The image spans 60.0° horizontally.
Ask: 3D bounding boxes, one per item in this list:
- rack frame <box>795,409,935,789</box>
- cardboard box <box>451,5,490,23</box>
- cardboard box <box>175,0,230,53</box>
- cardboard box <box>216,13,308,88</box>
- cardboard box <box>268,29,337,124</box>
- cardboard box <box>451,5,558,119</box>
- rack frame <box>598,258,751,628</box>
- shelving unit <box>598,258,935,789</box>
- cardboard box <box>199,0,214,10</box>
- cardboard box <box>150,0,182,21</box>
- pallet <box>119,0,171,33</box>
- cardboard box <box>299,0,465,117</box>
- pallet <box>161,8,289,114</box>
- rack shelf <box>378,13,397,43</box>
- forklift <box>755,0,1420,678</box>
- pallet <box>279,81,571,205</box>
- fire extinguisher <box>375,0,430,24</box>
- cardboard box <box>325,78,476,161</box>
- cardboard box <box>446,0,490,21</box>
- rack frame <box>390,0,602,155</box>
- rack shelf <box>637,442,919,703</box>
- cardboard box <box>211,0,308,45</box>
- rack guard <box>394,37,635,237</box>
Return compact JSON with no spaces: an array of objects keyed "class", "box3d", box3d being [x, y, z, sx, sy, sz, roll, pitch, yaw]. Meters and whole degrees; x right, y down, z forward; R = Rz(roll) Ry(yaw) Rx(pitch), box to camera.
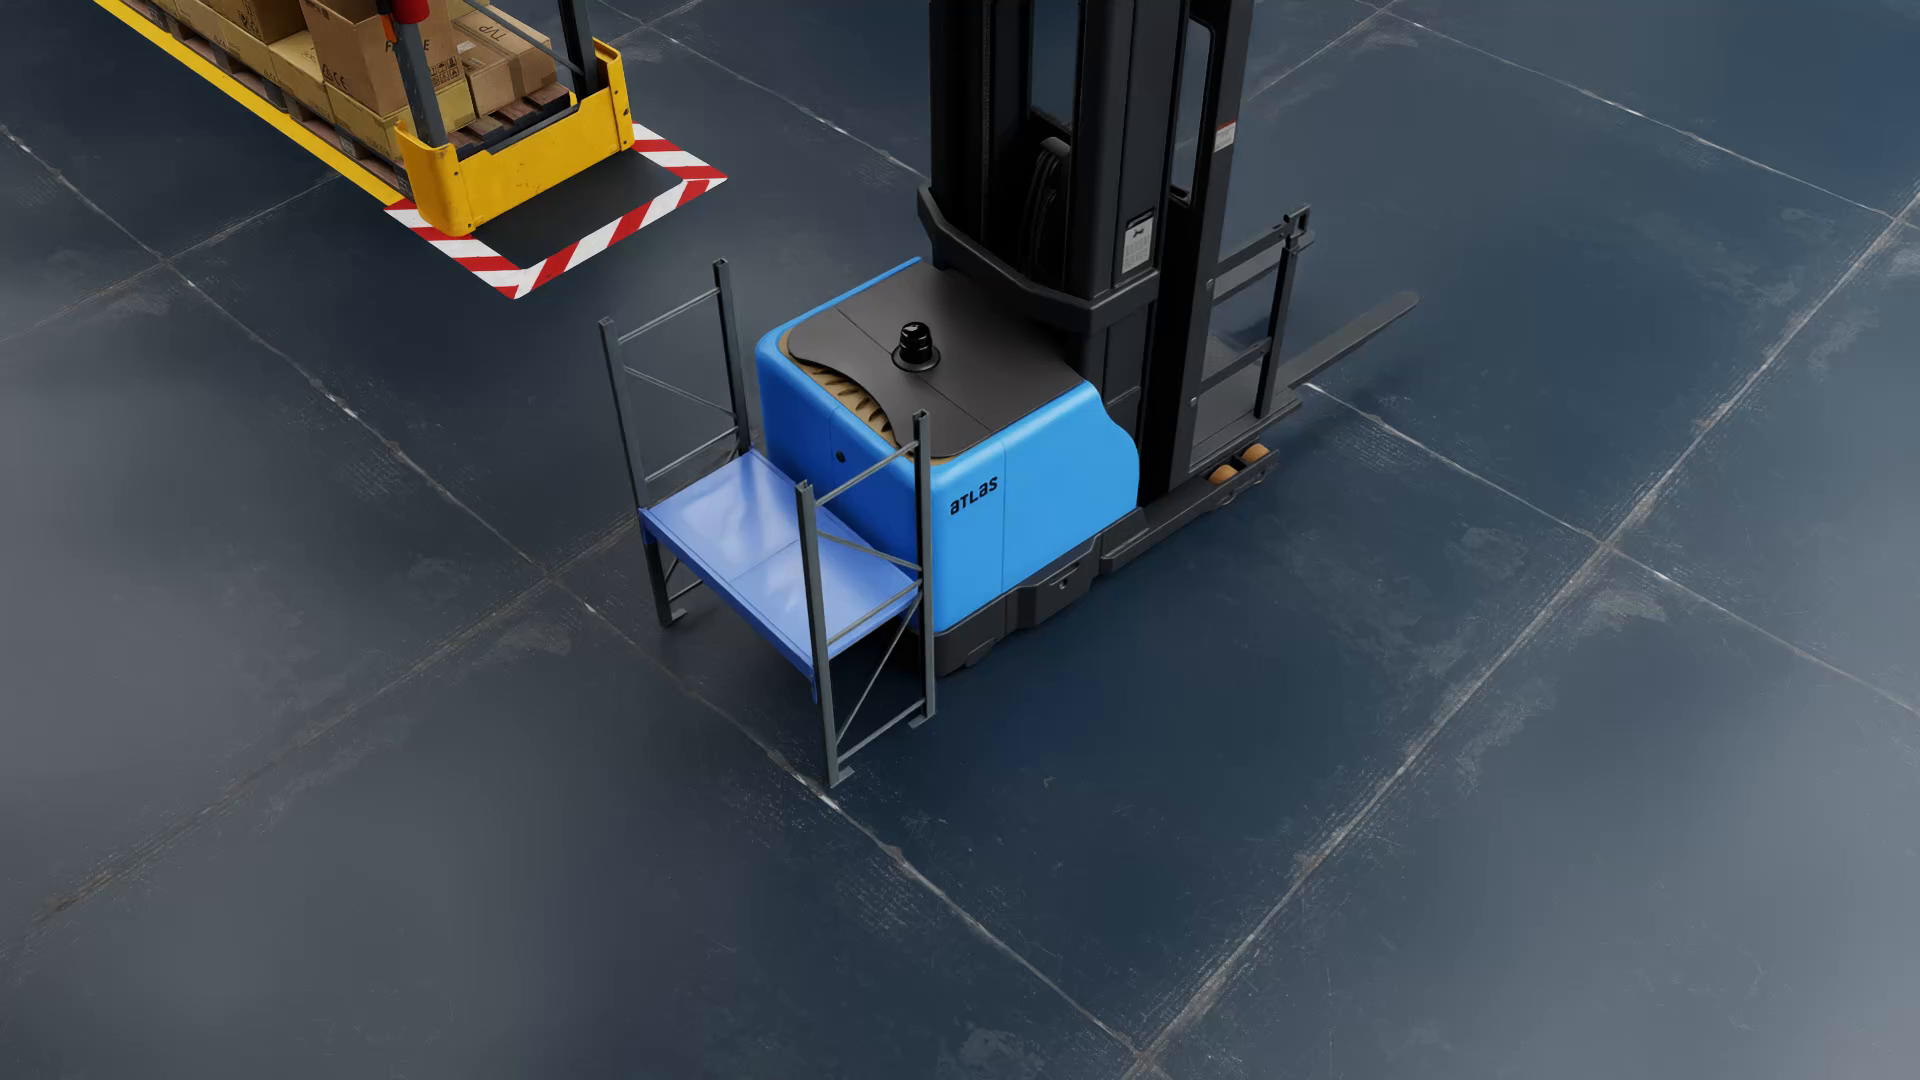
[{"class":"rack frame","box3d":[-0.286,0.243,5.493,0.500,1.500,0.032,-34,55,-27]},{"class":"cardboard box","box3d":[-2.829,-2.730,8.854,0.500,0.250,0.500,34,55,28]},{"class":"cardboard box","box3d":[-3.921,-2.943,9.054,0.500,0.250,0.500,34,55,28]},{"class":"cardboard box","box3d":[-3.554,-2.695,8.821,0.500,0.250,0.500,34,55,28]},{"class":"cardboard box","box3d":[-3.186,-2.449,8.589,0.500,0.250,0.500,34,55,28]},{"class":"cardboard box","box3d":[-2.459,-2.485,8.624,0.500,0.250,0.500,34,55,28]},{"class":"rack frame","box3d":[-0.971,-0.304,6.007,0.500,1.500,0.032,-34,55,-27]},{"class":"shelving unit","box3d":[-0.629,-0.031,5.750,0.538,1.500,1.048,-34,55,-27]},{"class":"cardboard box","box3d":[-3.923,-3.198,8.779,0.500,0.500,0.500,34,55,28]},{"class":"cardboard box","box3d":[-4.292,-3.187,9.283,0.500,0.250,0.500,34,55,28]},{"class":"pallet","box3d":[-4.599,-3.506,9.897,1.213,0.211,1.003,34,55,28]},{"class":"cardboard box","box3d":[-2.812,-2.463,8.089,0.500,0.500,0.500,34,55,28]},{"class":"pallet","box3d":[-3.698,-2.903,9.331,1.213,0.211,1.003,34,55,28]},{"class":"rack shelf","box3d":[-3.685,-3.641,8.604,4.000,0.370,1.077,34,55,28]},{"class":"forklift","box3d":[0.698,-1.414,6.067,3.031,2.935,1.130,-32,54,-26]},{"class":"pallet","box3d":[-2.806,-2.300,8.764,1.213,0.211,1.003,34,55,28]},{"class":"fire extinguisher","box3d":[-2.444,-2.565,7.153,0.183,0.674,0.296,34,55,28]},{"class":"cardboard box","box3d":[-2.810,-2.208,8.363,0.500,0.250,0.500,34,55,28]},{"class":"cardboard box","box3d":[-2.828,-2.988,8.582,0.500,0.500,0.500,34,55,28]},{"class":"rack frame","box3d":[-2.216,-2.898,7.414,0.127,3.000,1.000,34,55,28]},{"class":"rack shelf","box3d":[-0.629,0.093,5.881,0.538,0.185,1.000,-34,55,-27]},{"class":"cardboard box","box3d":[-3.556,-2.950,8.546,0.500,0.500,0.500,34,55,28]},{"class":"rack guard","box3d":[-2.198,-2.031,8.314,0.348,0.500,1.175,34,55,28]}]
